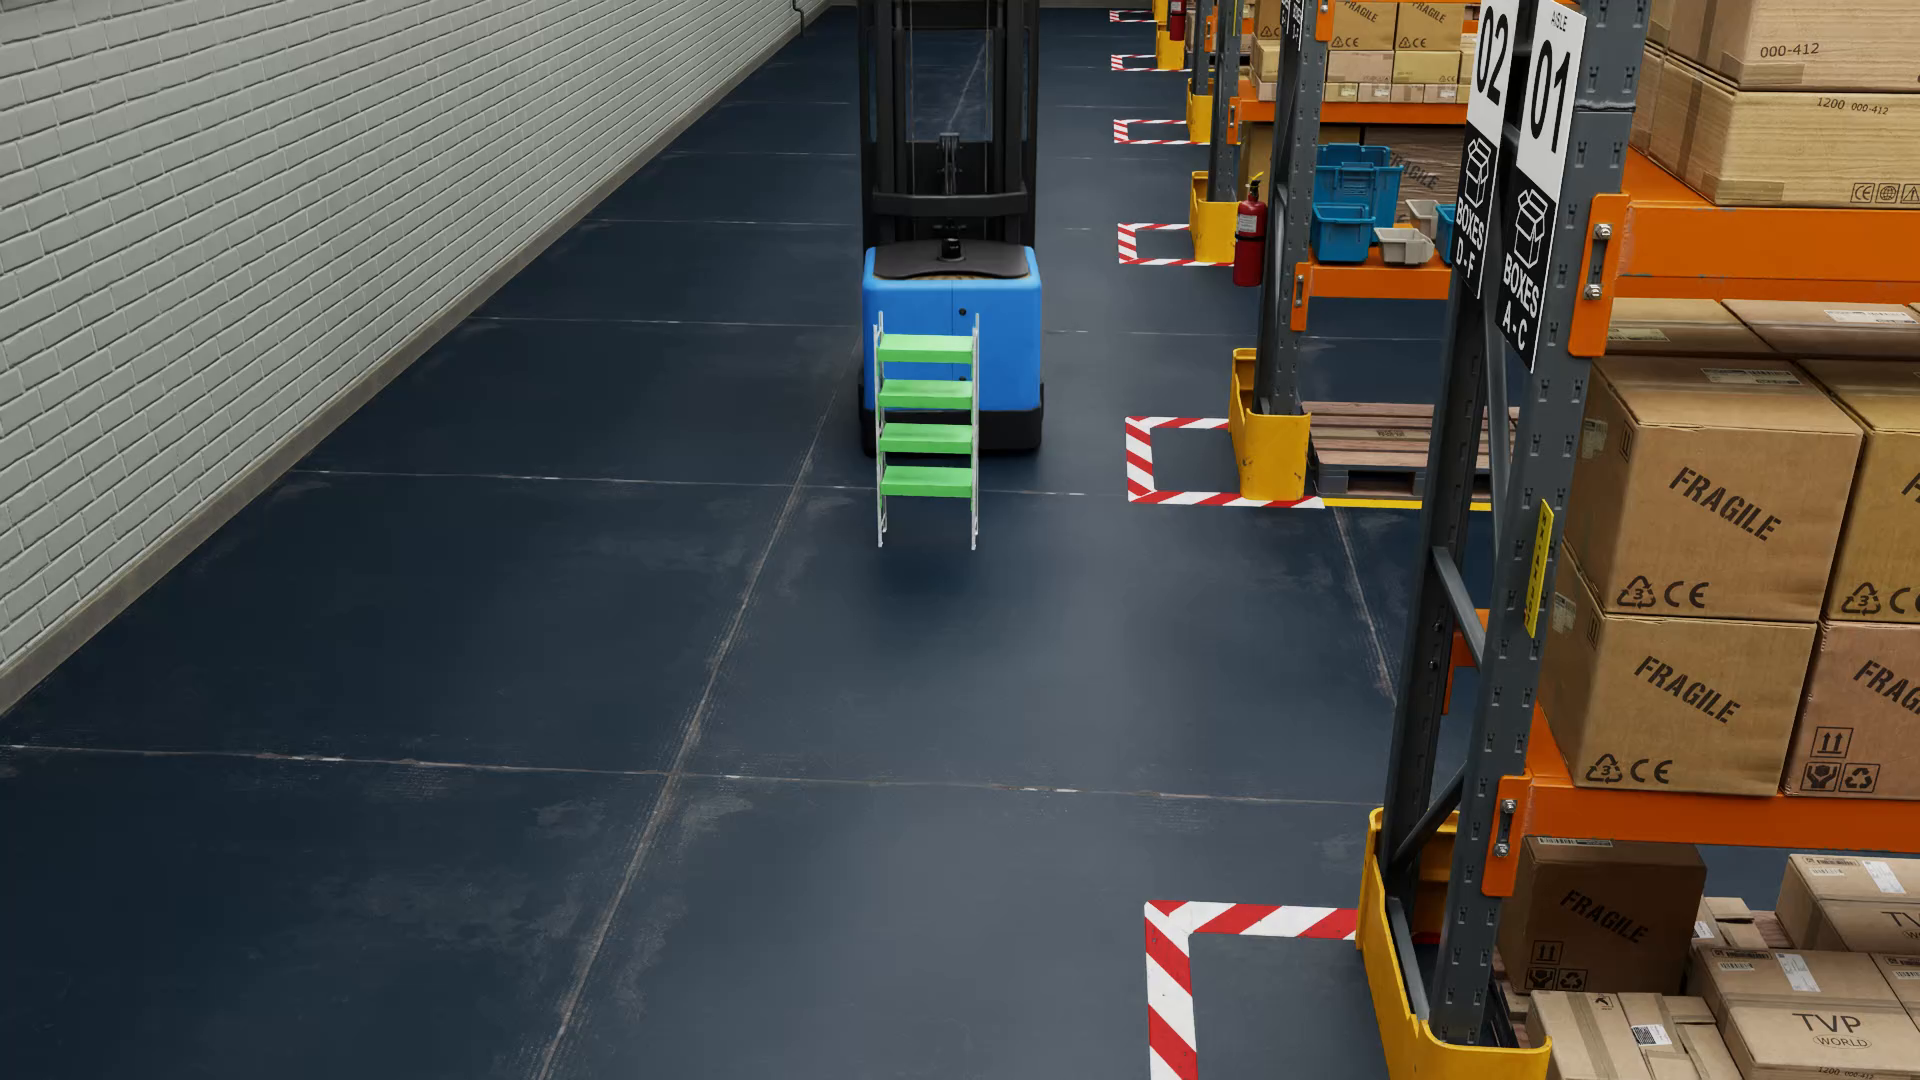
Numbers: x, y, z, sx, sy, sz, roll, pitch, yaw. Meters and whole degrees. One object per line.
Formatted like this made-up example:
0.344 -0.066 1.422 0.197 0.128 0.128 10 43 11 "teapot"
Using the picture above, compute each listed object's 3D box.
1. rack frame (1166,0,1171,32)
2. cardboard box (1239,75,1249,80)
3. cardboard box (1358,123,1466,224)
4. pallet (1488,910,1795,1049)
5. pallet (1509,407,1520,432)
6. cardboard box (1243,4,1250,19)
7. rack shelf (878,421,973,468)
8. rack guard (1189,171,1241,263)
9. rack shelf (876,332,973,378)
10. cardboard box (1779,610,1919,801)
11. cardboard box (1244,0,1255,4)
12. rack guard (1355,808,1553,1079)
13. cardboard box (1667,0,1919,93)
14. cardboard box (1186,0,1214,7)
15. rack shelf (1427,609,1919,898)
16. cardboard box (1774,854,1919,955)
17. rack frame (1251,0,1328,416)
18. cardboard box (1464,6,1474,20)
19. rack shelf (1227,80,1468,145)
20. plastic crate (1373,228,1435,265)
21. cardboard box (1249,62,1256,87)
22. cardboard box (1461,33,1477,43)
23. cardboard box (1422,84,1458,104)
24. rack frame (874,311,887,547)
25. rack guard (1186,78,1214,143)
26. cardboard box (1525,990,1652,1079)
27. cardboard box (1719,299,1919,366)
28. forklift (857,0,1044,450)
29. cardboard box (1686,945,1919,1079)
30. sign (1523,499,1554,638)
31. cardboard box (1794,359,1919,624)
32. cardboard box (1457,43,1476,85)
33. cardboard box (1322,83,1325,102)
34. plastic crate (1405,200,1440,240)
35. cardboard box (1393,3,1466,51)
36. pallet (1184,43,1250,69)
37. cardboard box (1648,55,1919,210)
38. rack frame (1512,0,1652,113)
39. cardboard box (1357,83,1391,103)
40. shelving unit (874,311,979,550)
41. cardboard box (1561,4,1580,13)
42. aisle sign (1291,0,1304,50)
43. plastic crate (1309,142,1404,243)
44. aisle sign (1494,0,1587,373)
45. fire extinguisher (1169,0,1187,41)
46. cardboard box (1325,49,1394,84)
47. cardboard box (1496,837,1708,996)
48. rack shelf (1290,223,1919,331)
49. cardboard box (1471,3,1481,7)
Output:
2.943 -8.023 22.597 0.127 3.000 1.000 2 25 4 "rack frame"
3.162 -4.964 18.146 0.250 0.149 0.380 1 25 2 "cardboard box"
3.736 -3.102 13.942 0.875 0.875 0.875 2 25 4 "cardboard box"
2.293 1.531 5.171 1.213 0.211 1.003 2 25 4 "pallet"
3.838 -0.479 9.538 1.213 0.211 1.003 2 25 4 "pallet"
2.963 -5.695 17.839 0.250 0.149 0.380 2 25 4 "cardboard box"
-0.165 -0.492 8.537 0.480 0.148 0.258 2 25 4 "rack shelf"
2.161 -2.758 14.145 0.348 0.500 1.175 2 25 4 "rack guard"
-0.165 -0.928 8.337 0.480 0.148 0.258 2 25 4 "rack shelf"
2.360 0.329 4.326 0.500 0.500 0.500 2 25 3 "cardboard box"
3.092 -6.007 17.742 0.500 0.500 0.500 3 25 6 "cardboard box"
1.498 1.374 5.165 0.348 0.500 1.175 2 25 4 "rack guard"
1.915 -1.160 3.676 0.500 0.250 0.500 2 25 4 "cardboard box"
3.922 -9.089 27.399 0.637 0.503 0.797 1 25 2 "cardboard box"
3.417 0.627 4.659 4.000 0.370 1.077 2 25 4 "rack shelf"
2.928 1.243 5.223 0.500 0.250 0.500 2 25 4 "cardboard box"
1.805 -1.828 9.134 0.127 3.000 1.000 2 25 4 "rack frame"
5.295 -5.637 17.712 0.250 0.149 0.380 1 25 2 "cardboard box"
4.179 -3.502 13.632 4.000 0.370 1.077 2 25 4 "rack shelf"
2.340 -1.546 8.764 0.298 0.136 0.250 2 25 4 "plastic crate"
2.565 -3.904 13.947 0.250 0.149 0.380 2 25 5 "cardboard box"
4.221 -4.007 13.693 0.500 0.250 0.500 2 25 4 "cardboard box"
3.796 -3.589 13.262 0.250 0.149 0.380 2 25 3 "cardboard box"
-0.408 -0.558 8.528 0.015 1.200 0.240 2 25 4 "rack frame"
2.741 -4.818 18.624 0.348 0.500 1.175 2 25 4 "rack guard"
1.814 1.488 4.812 0.250 0.149 0.380 2 25 4 "cardboard box"
2.391 -0.348 4.602 0.500 0.500 0.500 3 25 5 "cardboard box"
-0.075 -2.426 10.516 1.130 2.935 3.031 -1 25 -1 "forklift"
2.441 1.437 4.801 0.500 0.250 0.500 2 25 4 "cardboard box"
1.381 0.069 3.976 0.005 0.325 0.100 2 25 4 "sign"
2.367 -0.126 4.119 0.500 0.500 0.500 2 25 5 "cardboard box"
4.183 -3.786 13.212 0.500 0.250 0.500 1 25 3 "cardboard box"
2.769 -3.622 13.333 0.250 0.149 0.380 1 25 3 "cardboard box"
2.632 -1.785 9.284 0.243 0.136 0.396 2 25 4 "plastic crate"
3.658 -4.142 13.090 0.500 0.500 0.500 1 25 3 "cardboard box"
3.747 -6.763 23.195 1.213 0.211 1.003 2 25 4 "pallet"
1.915 -0.936 3.786 0.500 0.250 0.500 2 25 4 "cardboard box"
1.423 -2.489 3.394 0.127 3.000 1.000 2 25 4 "rack frame"
3.285 -3.606 13.299 0.250 0.149 0.380 1 25 3 "cardboard box"
-0.165 -0.550 8.511 0.503 1.200 0.258 2 25 4 "shelving unit"
4.705 -4.328 13.493 0.500 0.500 0.500 1 25 2 "cardboard box"
1.711 -2.888 8.327 0.004 0.787 0.394 2 25 4 "aisle sign"
2.154 -1.939 9.260 0.499 0.435 0.616 2 25 4 "plastic crate"
1.332 -0.824 3.843 0.004 0.787 0.394 2 25 4 "aisle sign"
2.449 -5.952 18.636 0.183 0.674 0.296 2 25 4 "fire extinguisher"
3.161 -3.818 13.282 0.500 0.250 0.500 2 25 3 "cardboard box"
1.984 1.087 5.264 0.500 0.500 0.500 2 25 4 "cardboard box"
3.800 -1.437 9.146 4.000 0.370 1.077 2 25 4 "rack shelf"
5.632 -5.924 17.560 0.500 0.500 0.500 1 25 3 "cardboard box"
